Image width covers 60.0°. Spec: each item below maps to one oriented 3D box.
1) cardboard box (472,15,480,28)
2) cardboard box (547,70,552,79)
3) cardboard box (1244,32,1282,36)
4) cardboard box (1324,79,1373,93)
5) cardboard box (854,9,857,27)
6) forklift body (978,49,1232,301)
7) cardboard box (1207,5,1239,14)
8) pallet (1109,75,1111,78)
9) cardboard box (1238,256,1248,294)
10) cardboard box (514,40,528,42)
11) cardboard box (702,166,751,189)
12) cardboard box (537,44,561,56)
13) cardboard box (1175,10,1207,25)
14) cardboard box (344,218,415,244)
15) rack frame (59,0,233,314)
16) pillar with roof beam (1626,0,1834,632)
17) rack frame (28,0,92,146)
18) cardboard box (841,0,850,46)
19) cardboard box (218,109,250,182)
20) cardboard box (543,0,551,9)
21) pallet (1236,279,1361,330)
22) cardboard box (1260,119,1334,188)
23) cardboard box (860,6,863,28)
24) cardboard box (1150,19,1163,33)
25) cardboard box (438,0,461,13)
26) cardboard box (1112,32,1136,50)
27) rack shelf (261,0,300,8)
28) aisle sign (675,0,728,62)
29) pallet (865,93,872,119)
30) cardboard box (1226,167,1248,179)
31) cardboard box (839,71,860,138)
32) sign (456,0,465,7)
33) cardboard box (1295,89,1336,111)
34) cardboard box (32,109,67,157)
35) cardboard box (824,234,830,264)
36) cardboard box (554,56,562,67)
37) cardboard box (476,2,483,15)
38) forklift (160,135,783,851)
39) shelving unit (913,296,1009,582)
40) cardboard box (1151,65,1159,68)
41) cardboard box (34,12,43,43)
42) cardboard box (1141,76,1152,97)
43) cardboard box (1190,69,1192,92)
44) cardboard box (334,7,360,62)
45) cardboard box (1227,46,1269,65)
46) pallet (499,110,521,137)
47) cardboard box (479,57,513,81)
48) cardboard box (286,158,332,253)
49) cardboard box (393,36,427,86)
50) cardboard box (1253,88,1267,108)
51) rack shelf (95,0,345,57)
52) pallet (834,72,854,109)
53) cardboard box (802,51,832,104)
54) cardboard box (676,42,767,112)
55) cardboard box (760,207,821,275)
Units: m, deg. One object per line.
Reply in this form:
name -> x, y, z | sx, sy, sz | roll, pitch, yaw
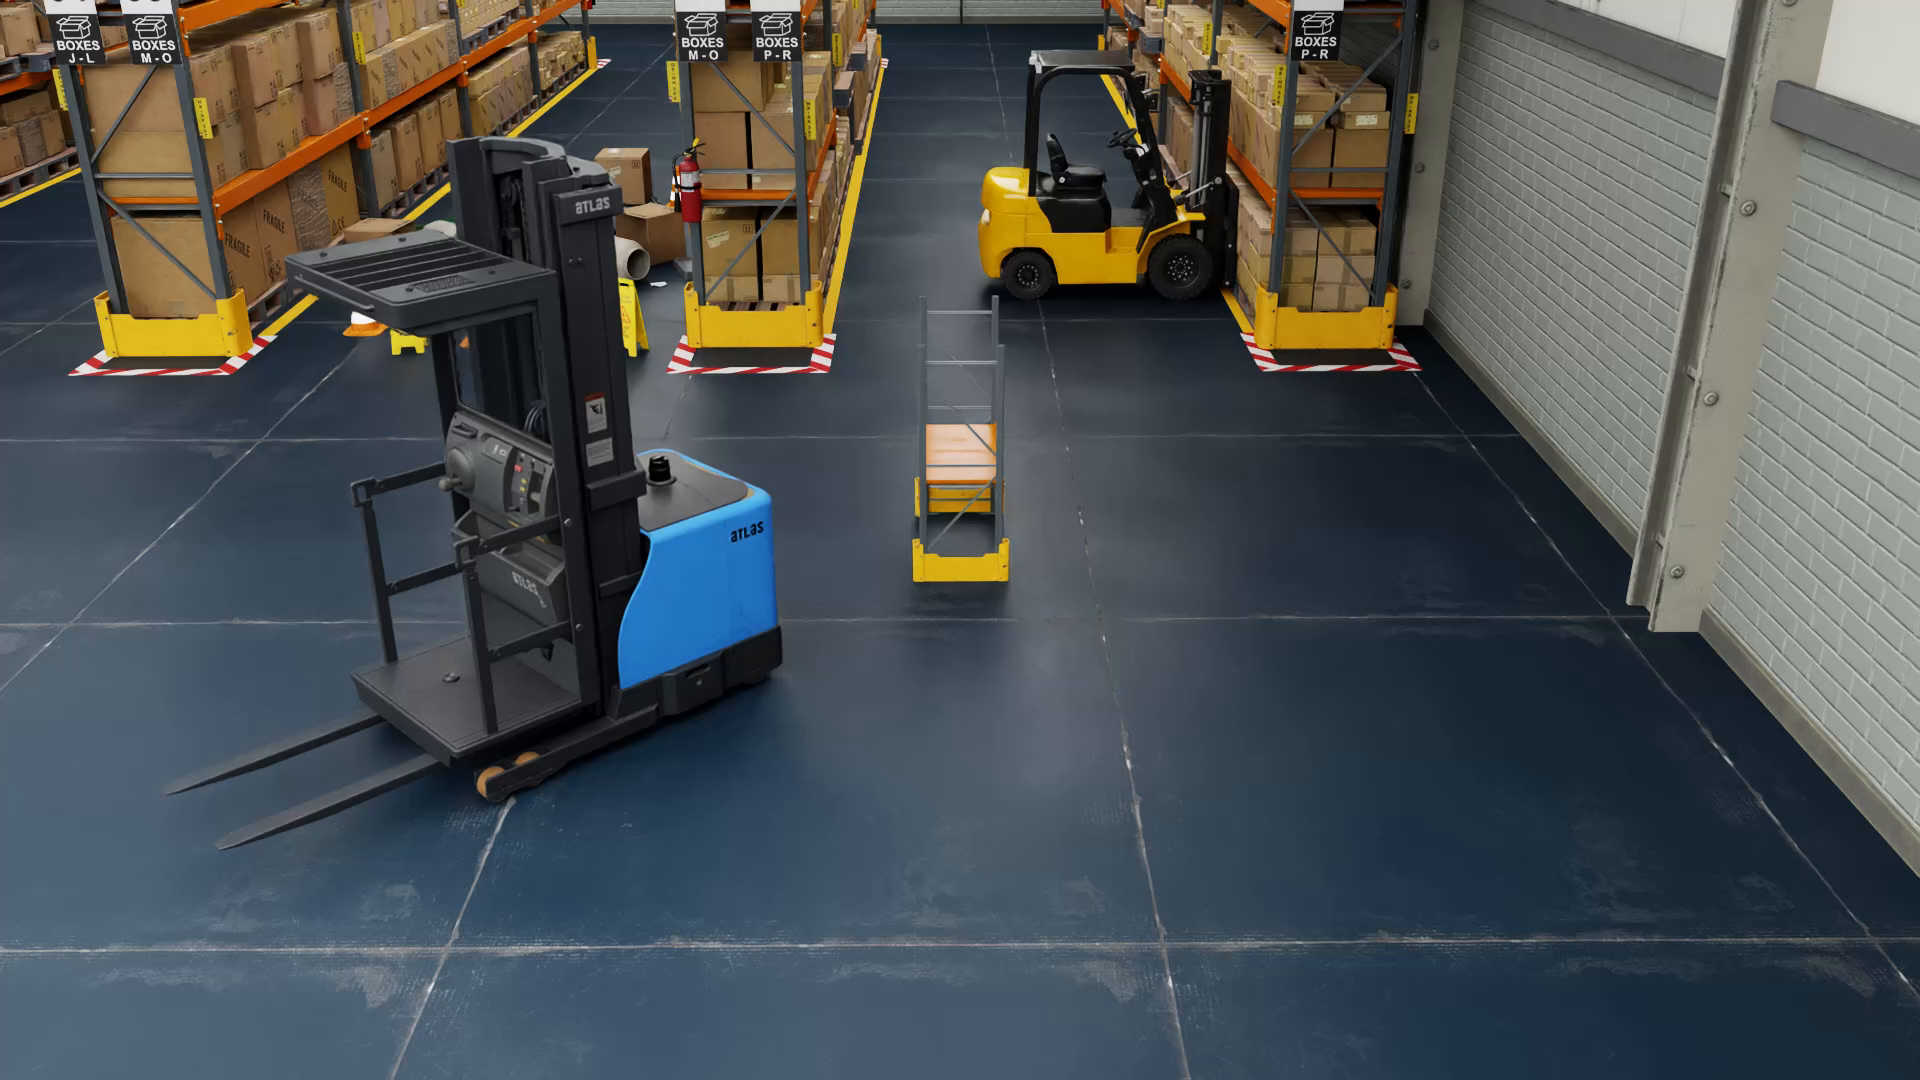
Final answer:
cardboard box -> -6.638, -6.906, 22.174 | 0.380, 0.149, 0.250 | 1, 24, 2
cardboard box -> -6.661, -7.319, 26.243 | 0.380, 0.149, 0.250 | -1, 24, -2
cardboard box -> 3.366, -5.556, 18.486 | 0.380, 0.149, 0.250 | 0, 24, -1
cardboard box -> 3.399, -3.935, 14.540 | 0.380, 0.149, 0.250 | 0, 24, 0
cardboard box -> -1.638, -6.957, 22.067 | 0.500, 0.250, 0.500 | 0, 24, 1
forklift body -> 1.330, -3.488, 15.853 | 2.313, 2.155, 1.214 | 0, 24, -1
cardboard box -> 3.294, -6.606, 20.809 | 0.380, 0.149, 0.250 | 1, 24, 1
pallet -> 3.011, -8.064, 28.325 | 1.003, 0.211, 1.213 | 0, 24, -1
cardboard box -> 2.858, -2.438, 15.327 | 0.500, 0.250, 0.500 | 0, 24, -1
cardboard box -> -7.168, -8.120, 27.291 | 0.380, 0.149, 0.250 | 1, 24, 2
cardboard box -> -2.006, -3.117, 14.306 | 0.380, 0.149, 0.250 | 1, 24, 1
cardboard box -> -6.656, -7.909, 26.826 | 0.380, 0.149, 0.250 | 0, 24, 0
cardboard box -> 2.830, -6.391, 20.333 | 0.380, 0.149, 0.250 | 0, 24, 1
cardboard box -> -5.737, -2.890, 16.529 | 0.500, 0.500, 0.500 | 4, 25, 9
rack frame -> -6.737, -3.014, 13.774 | 1.000, 3.000, 0.127 | 0, 24, -1
pillar with roof beam -> -0.170, -3.635, 7.866 | 9.100, 9.000, 0.400 | 0, 24, -1
rack frame -> -11.785, -6.330, 21.106 | 1.000, 3.000, 0.127 | 0, 24, -1
cardboard box -> -1.569, -6.140, 19.694 | 0.500, 0.500, 0.500 | -2, 24, -4
cardboard box -> -6.814, -3.462, 14.582 | 0.875, 0.550, 0.550 | 0, 24, -1
cardboard box -> -6.610, -8.395, 25.976 | 0.380, 0.149, 0.250 | 0, 24, 0
pallet -> 3.125, -2.146, 15.239 | 1.003, 0.211, 1.213 | 0, 24, -1
cardboard box -> 2.907, -3.349, 14.394 | 0.500, 0.500, 0.500 | -1, 24, -2
cardboard box -> -1.658, -7.561, 24.010 | 0.500, 0.250, 0.500 | -1, 24, -1
cardboard box -> 2.697, -6.744, 21.817 | 0.380, 0.149, 0.250 | 0, 24, 0
cardboard box -> -6.635, -6.852, 21.333 | 0.380, 0.149, 0.250 | 0, 24, 0
cardboard box -> 2.883, -8.142, 27.637 | 0.700, 0.500, 0.500 | 1, 24, 2
rack shelf -> -11.850, -8.475, 26.721 | 1.077, 0.370, 4.000 | 0, 24, -1
aisle sign -> -2.077, -4.236, 13.321 | 0.394, 0.787, 0.004 | 0, 24, -1
pallet -> -1.835, -6.435, 24.721 | 1.003, 0.211, 1.213 | 0, 24, -1
cardboard box -> 2.836, -3.528, 16.524 | 0.500, 0.250, 0.500 | 1, 24, 1
cardboard box -> -1.800, -5.883, 22.186 | 0.875, 0.875, 0.875 | 0, 24, -1
sign -> -6.269, -6.842, 20.833 | 0.100, 0.325, 0.005 | 0, 24, -1
cardboard box -> 2.961, -3.725, 14.077 | 0.380, 0.149, 0.250 | 0, 24, 0
cardboard box -> -11.757, -5.116, 20.920 | 0.700, 0.500, 0.500 | -2, 24, -3
cardboard box -> -1.537, -2.785, 16.096 | 0.500, 0.250, 0.500 | 1, 24, 3
cardboard box -> -6.602, -7.671, 26.659 | 0.380, 0.149, 0.250 | 0, 24, -1
cardboard box -> -6.645, -7.152, 22.357 | 0.380, 0.149, 0.250 | 0, 24, 0
forklift -> -2.375, -0.320, 7.901 | 3.031, 2.935, 1.130 | -22, 32, -40
shelving unit -> 0.001, -0.652, 10.371 | 0.587, 1.500, 1.083 | 0, 24, -1
cardboard box -> 2.891, -6.597, 23.432 | 0.380, 0.149, 0.250 | 0, 24, 0
cardboard box -> -12.038, -6.578, 21.533 | 0.500, 0.500, 0.500 | 0, 24, 1
cardboard box -> 2.841, -6.260, 23.475 | 0.500, 0.500, 0.500 | -1, 24, -2
cardboard box -> 2.854, -5.095, 18.558 | 0.500, 0.250, 0.500 | 0, 24, -1
cardboard box -> -6.792, -5.368, 17.644 | 0.700, 0.500, 0.500 | -1, 24, -1
cardboard box -> 2.844, -4.775, 16.399 | 0.380, 0.149, 0.250 | 0, 24, 1
pallet -> -6.841, -5.864, 23.459 | 1.003, 0.211, 1.213 | 0, 24, -1
cardboard box -> -6.594, -6.618, 23.356 | 0.500, 0.250, 0.500 | -1, 24, -3
cardboard box -> -6.830, -3.255, 16.375 | 0.875, 0.875, 0.875 | 0, 24, 0
cardboard box -> -6.531, -5.549, 19.258 | 0.500, 0.500, 0.500 | 0, 24, 0
cardboard box -> 2.876, -4.009, 15.066 | 0.380, 0.149, 0.250 | -1, 24, -2
rack shelf -> -6.758, -4.877, 15.127 | 1.077, 0.370, 4.000 | 0, 24, -1
pallet -> -1.695, -4.955, 18.297 | 1.003, 0.211, 1.213 | 0, 24, -1
cardboard box -> -1.578, -4.725, 17.076 | 0.500, 0.500, 0.500 | -1, 24, -2
cardboard box -> -2.012, -3.924, 14.091 | 0.700, 0.500, 0.500 | -1, 24, -2
cardboard box -> -1.521, -2.702, 15.001 | 0.500, 0.500, 0.500 | -1, 24, -2
